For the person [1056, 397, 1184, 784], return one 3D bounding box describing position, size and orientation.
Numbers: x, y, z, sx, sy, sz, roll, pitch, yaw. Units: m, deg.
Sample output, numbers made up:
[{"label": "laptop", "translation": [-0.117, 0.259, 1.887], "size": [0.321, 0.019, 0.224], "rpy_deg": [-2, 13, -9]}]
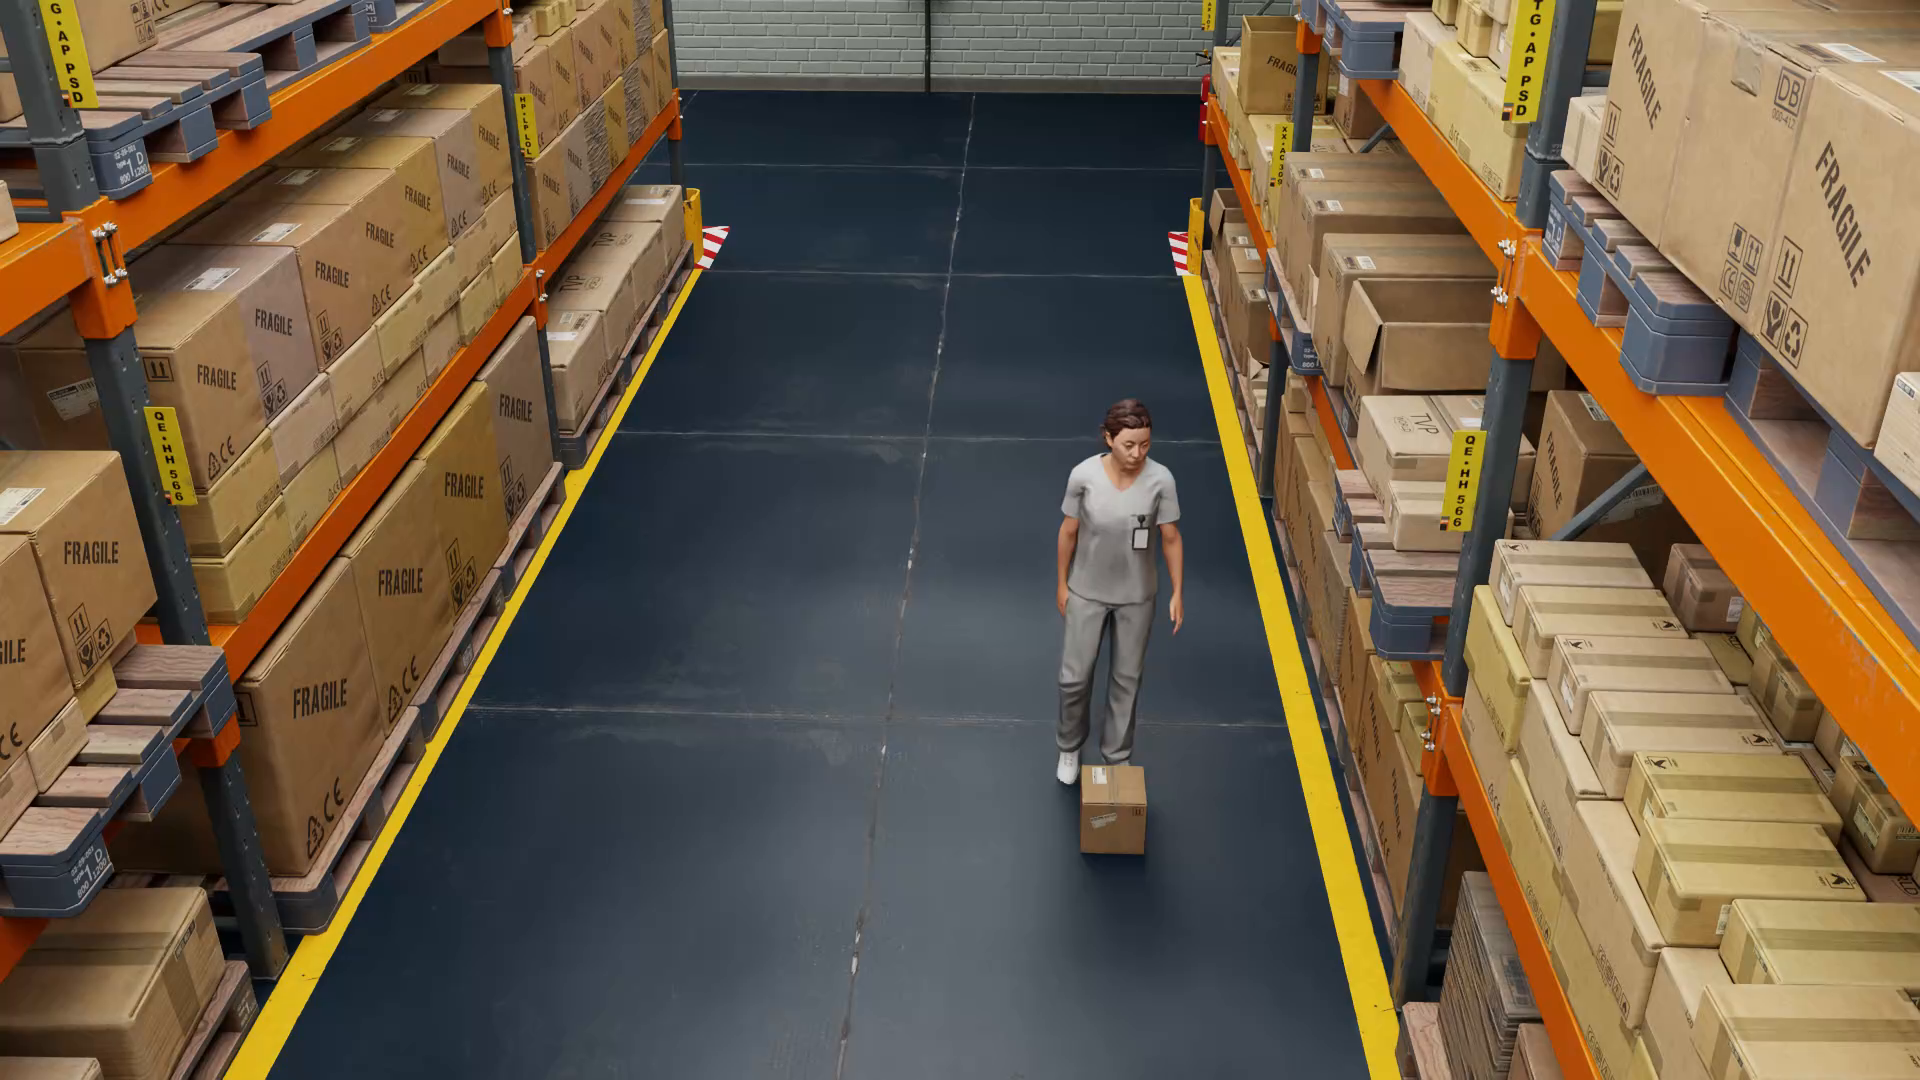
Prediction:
[{"label": "person", "translation": [0.641, 0.240, 6.687], "size": [0.509, 1.717, 0.423], "rpy_deg": [1, 28, 3]}]
